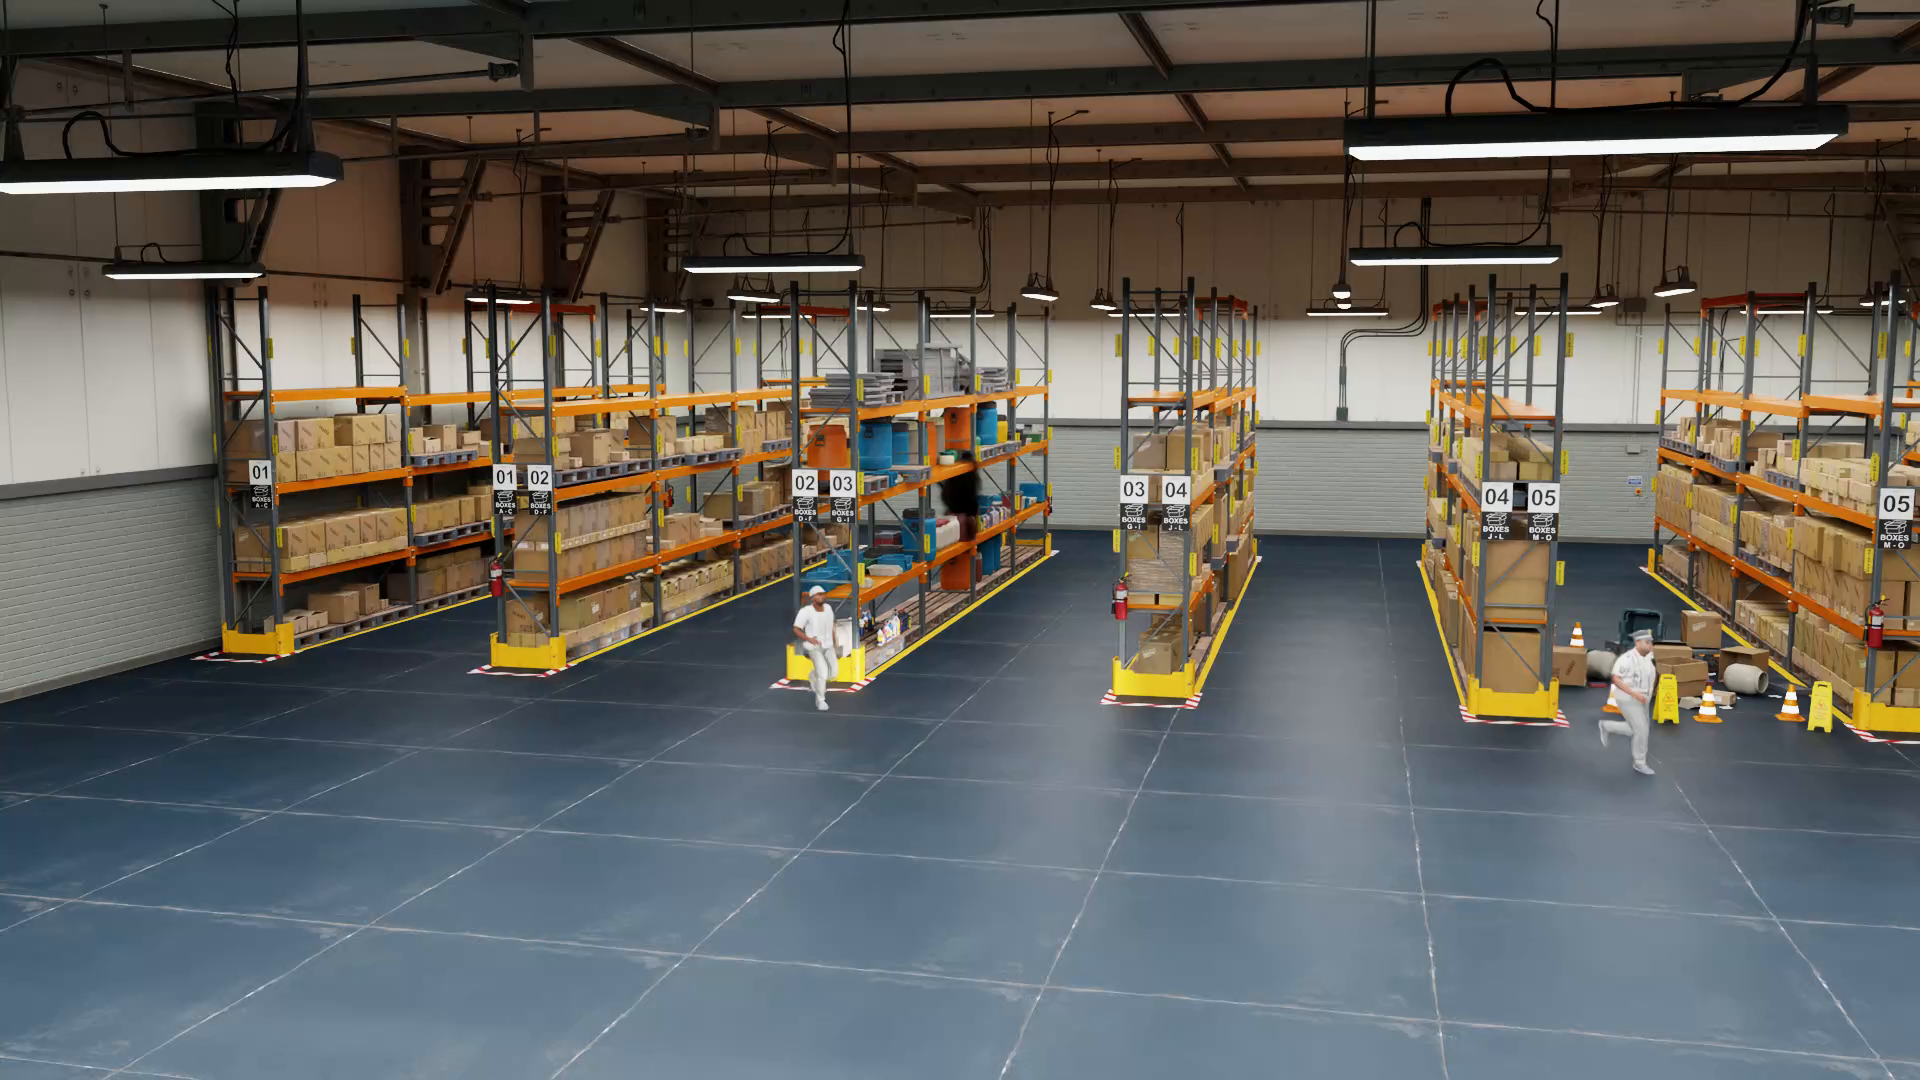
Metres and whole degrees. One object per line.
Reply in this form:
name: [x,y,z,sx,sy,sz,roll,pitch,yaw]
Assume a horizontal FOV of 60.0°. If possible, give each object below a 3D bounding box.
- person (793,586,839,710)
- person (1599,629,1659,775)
person: [-2.001,1.489,23.278,0.584,1.725,0.748,6,9,44]
person: [7.981,1.896,19.867,0.682,1.759,0.797,-5,8,-36]
